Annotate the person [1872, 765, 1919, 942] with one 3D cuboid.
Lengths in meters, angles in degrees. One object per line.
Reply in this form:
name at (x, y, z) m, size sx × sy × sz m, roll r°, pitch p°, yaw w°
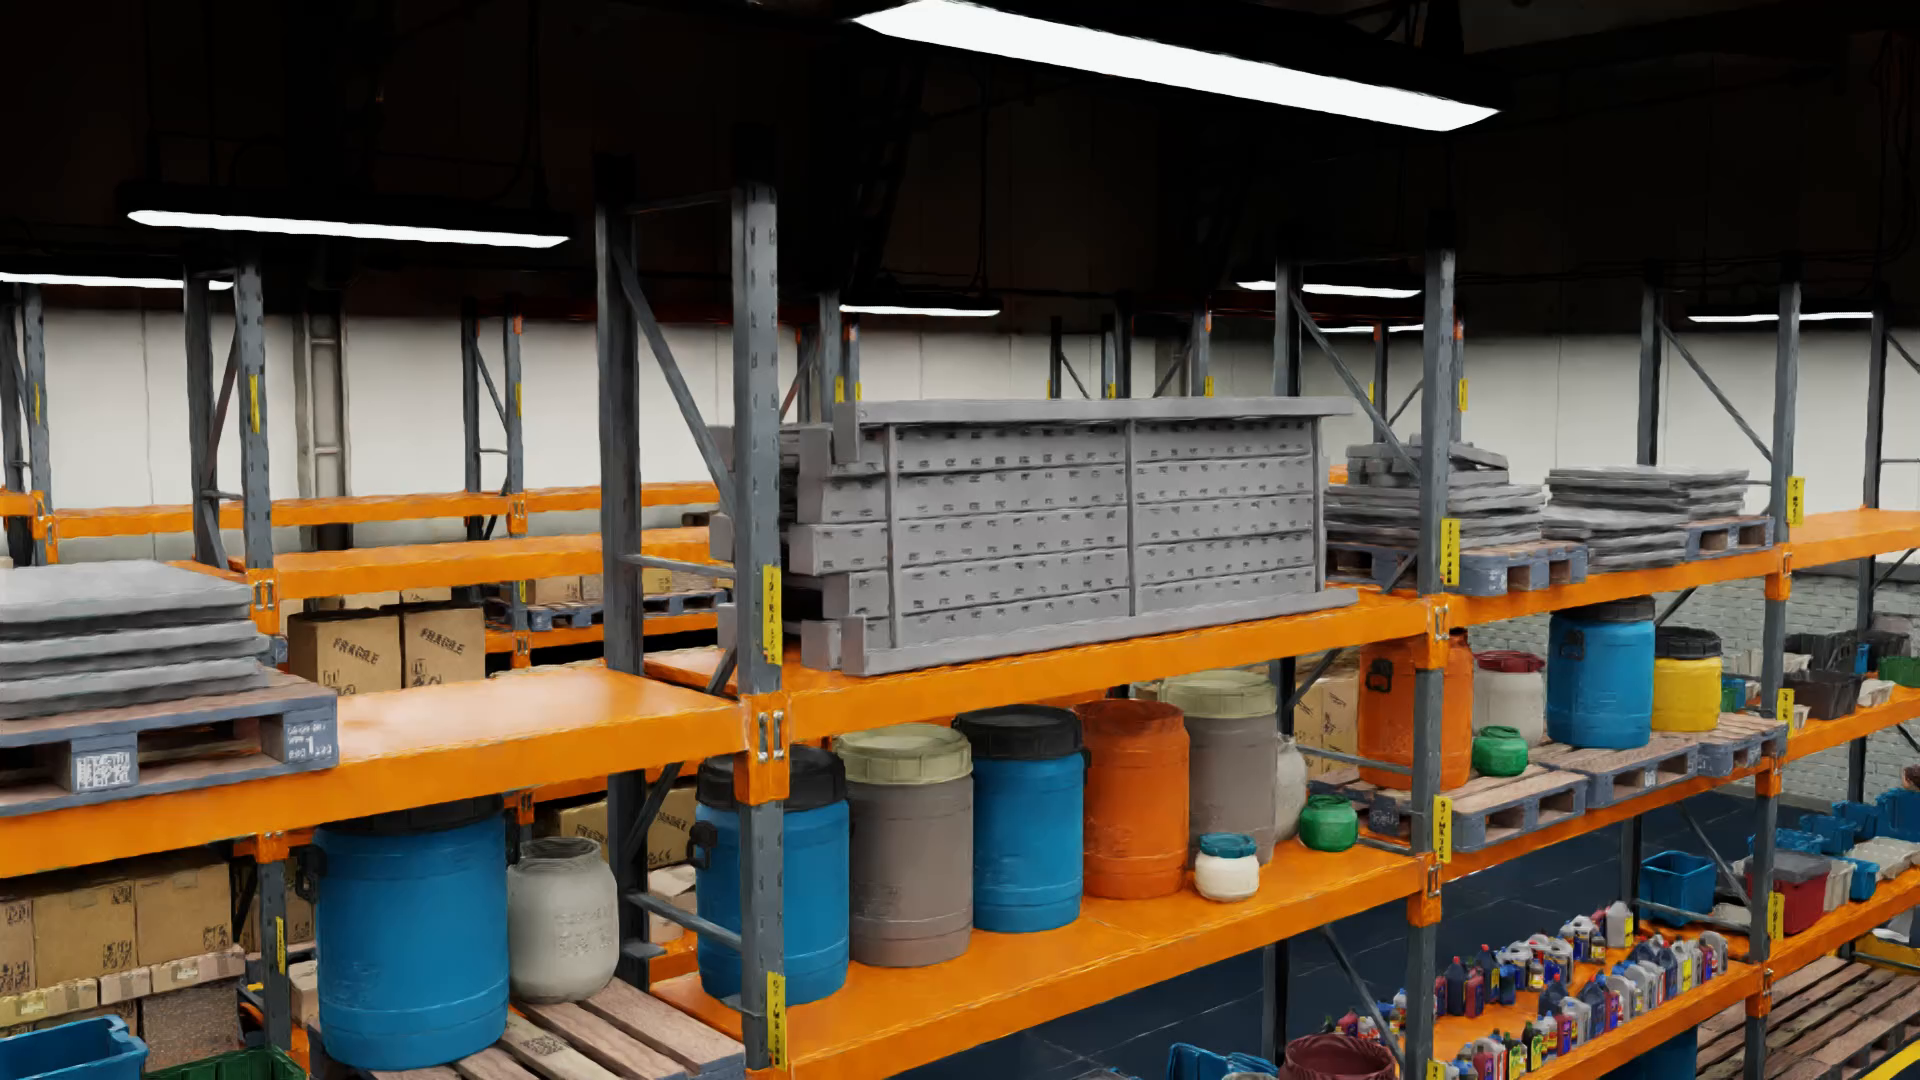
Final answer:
person at (8.825, 2.899, 15.260) m, size 0.701 × 1.664 × 0.484 m, roll 2°, pitch 6°, yaw 21°
